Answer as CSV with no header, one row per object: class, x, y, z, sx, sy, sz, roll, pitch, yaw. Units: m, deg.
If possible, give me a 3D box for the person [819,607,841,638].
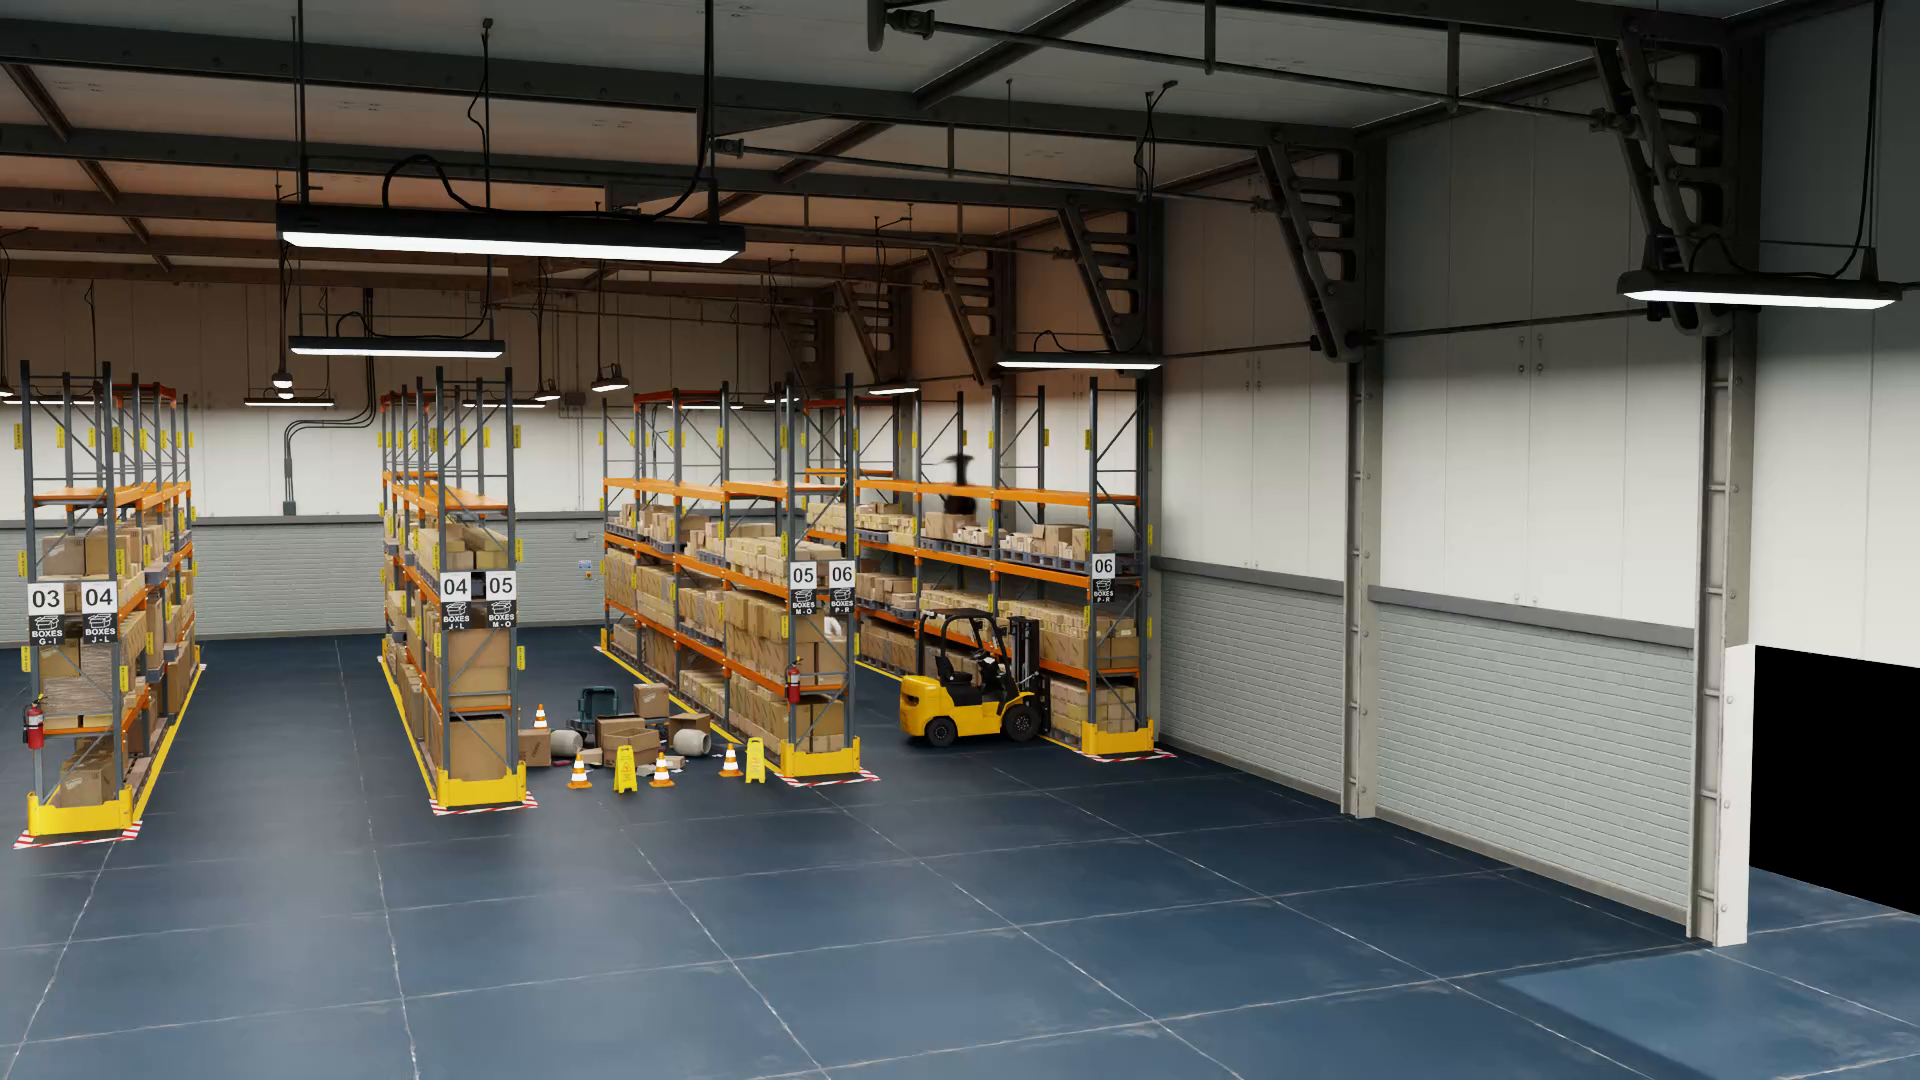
person,-2.700,2.198,33.164,0.704,1.627,1.114,-1,4,-16
